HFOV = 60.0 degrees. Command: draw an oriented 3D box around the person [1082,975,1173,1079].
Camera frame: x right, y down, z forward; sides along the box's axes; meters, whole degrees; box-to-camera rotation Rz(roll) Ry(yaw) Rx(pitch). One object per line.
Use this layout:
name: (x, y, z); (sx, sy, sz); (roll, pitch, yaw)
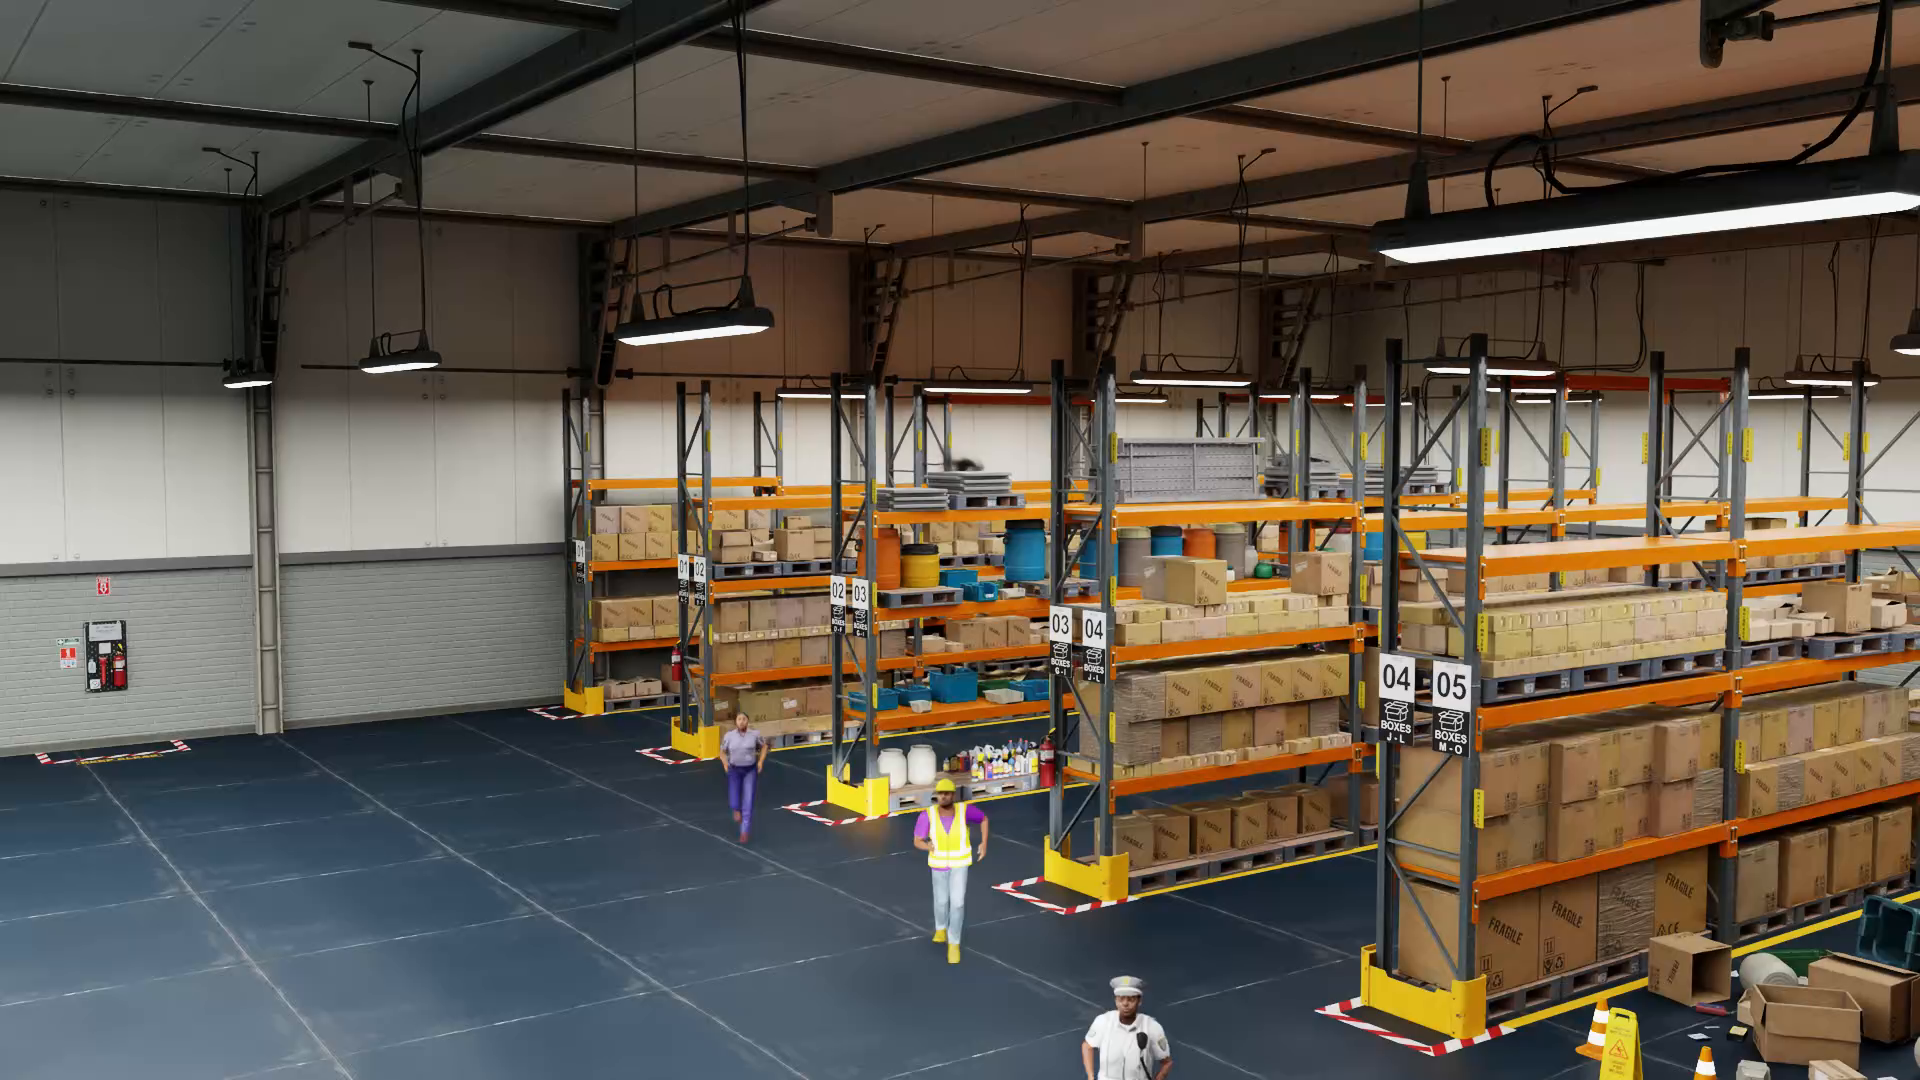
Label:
person: (1.079, 3.643, 10.826); (0.605, 1.671, 0.568); (1, 4, 12)

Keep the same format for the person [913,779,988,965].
person: (-0.093, 3.233, 16.407); (0.710, 1.801, 0.892); (0, 4, 7)

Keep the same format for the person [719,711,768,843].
person: (-2.776, 3.004, 21.335); (0.620, 1.644, 0.769); (0, 4, -5)

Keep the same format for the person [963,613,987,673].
person: (0.323, 2.230, 32.659); (0.580, 1.703, 0.694); (4, 5, 45)
